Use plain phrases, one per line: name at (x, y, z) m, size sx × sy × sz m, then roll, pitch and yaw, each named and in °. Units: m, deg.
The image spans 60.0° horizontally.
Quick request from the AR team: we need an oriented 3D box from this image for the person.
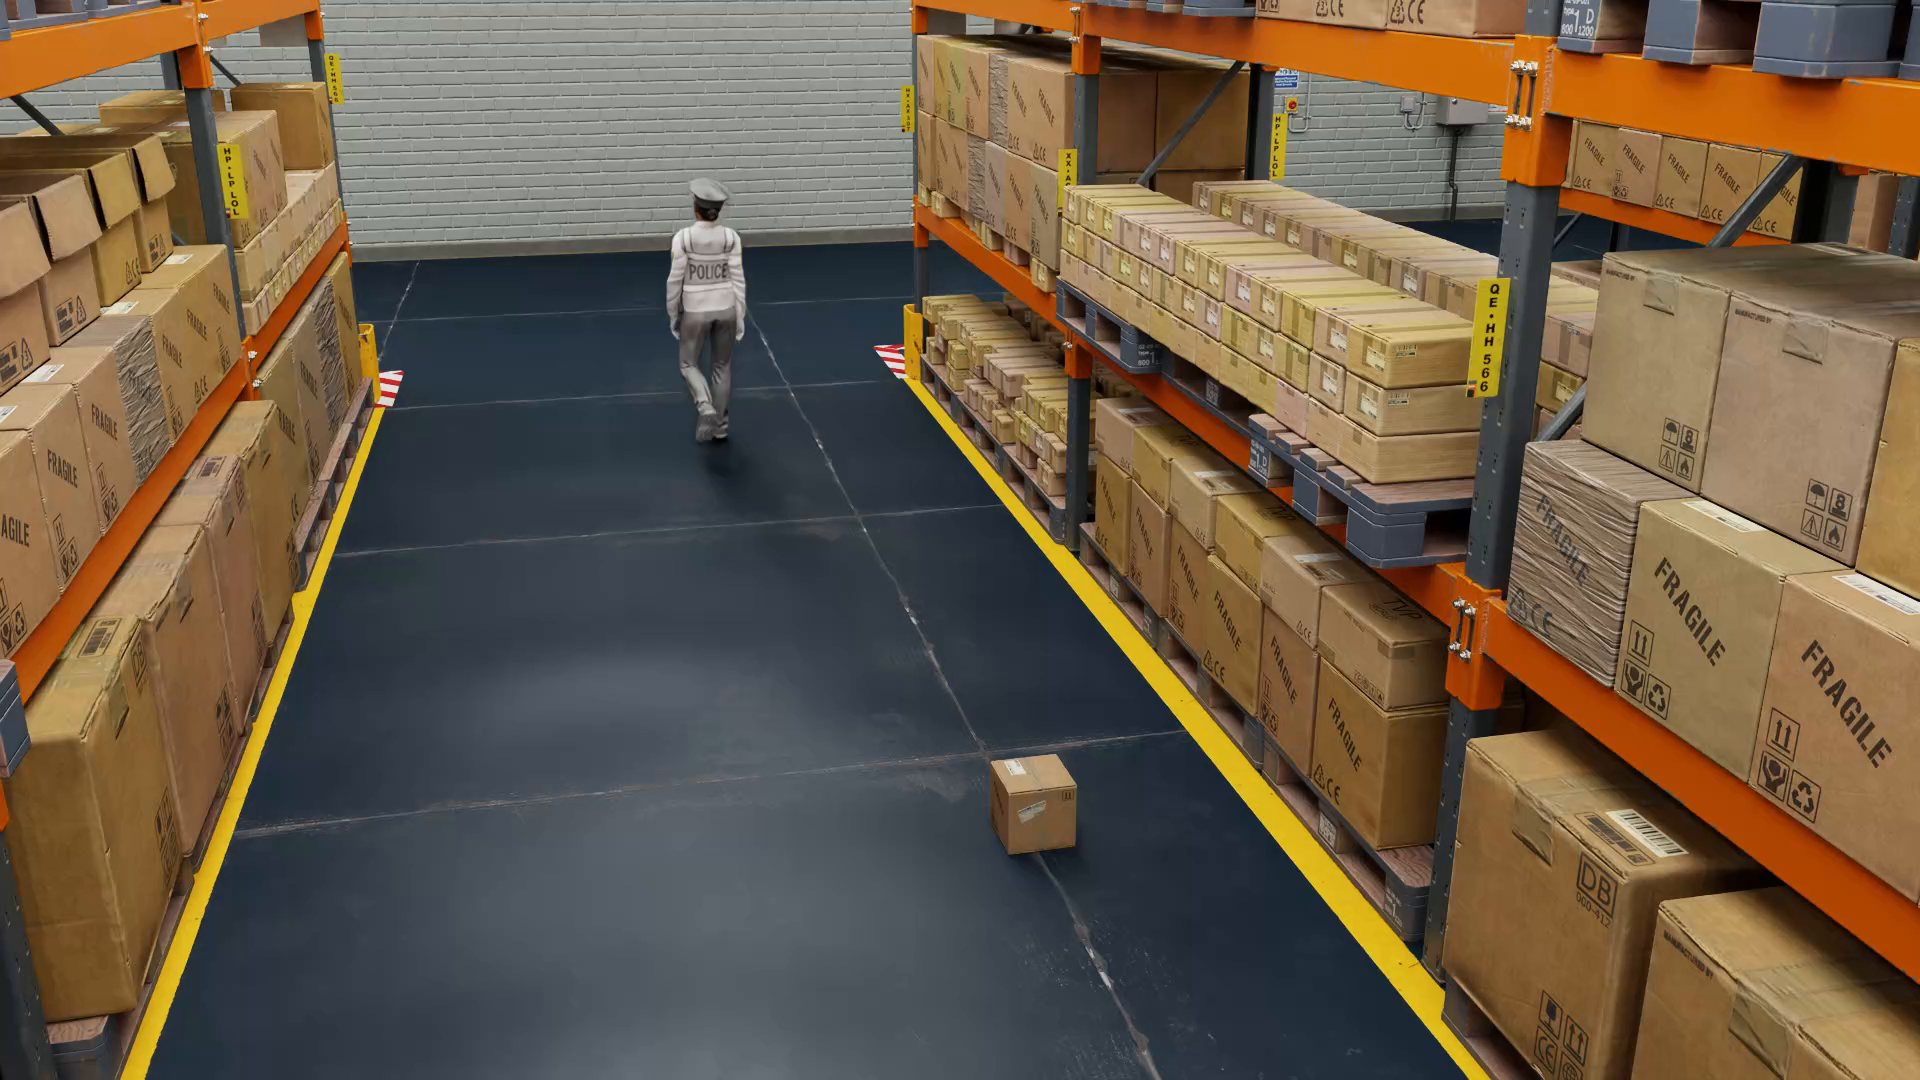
person at (-1.579, -1.412, 10.403) m, size 0.492 × 1.670 × 0.661 m, roll -7°, pitch 21°, yaw -18°
